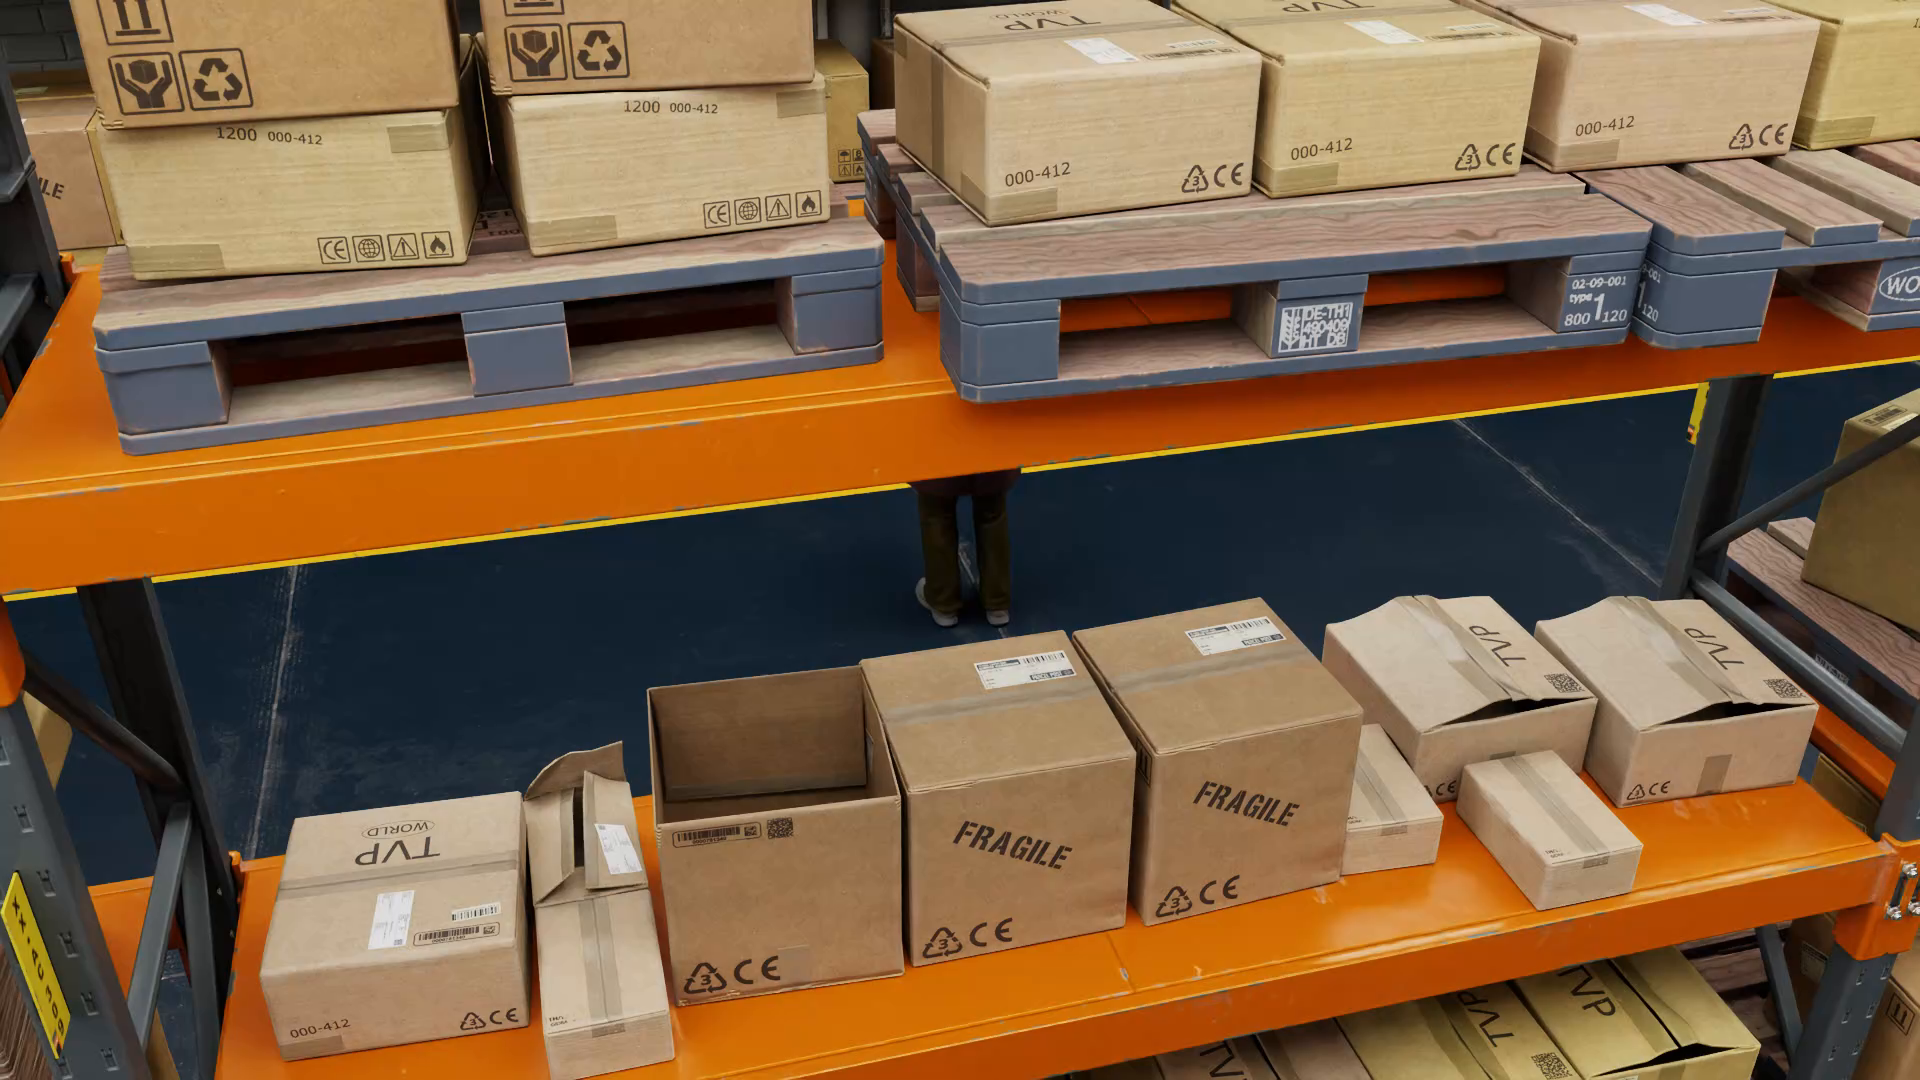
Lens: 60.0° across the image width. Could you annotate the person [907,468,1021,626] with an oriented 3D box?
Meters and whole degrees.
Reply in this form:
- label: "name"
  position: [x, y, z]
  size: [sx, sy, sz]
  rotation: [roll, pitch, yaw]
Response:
- label: "person"
  position: [-0.012, -0.490, 7.000]
  size: [0.526, 1.780, 0.556]
  rotation: [-8, 31, -14]
